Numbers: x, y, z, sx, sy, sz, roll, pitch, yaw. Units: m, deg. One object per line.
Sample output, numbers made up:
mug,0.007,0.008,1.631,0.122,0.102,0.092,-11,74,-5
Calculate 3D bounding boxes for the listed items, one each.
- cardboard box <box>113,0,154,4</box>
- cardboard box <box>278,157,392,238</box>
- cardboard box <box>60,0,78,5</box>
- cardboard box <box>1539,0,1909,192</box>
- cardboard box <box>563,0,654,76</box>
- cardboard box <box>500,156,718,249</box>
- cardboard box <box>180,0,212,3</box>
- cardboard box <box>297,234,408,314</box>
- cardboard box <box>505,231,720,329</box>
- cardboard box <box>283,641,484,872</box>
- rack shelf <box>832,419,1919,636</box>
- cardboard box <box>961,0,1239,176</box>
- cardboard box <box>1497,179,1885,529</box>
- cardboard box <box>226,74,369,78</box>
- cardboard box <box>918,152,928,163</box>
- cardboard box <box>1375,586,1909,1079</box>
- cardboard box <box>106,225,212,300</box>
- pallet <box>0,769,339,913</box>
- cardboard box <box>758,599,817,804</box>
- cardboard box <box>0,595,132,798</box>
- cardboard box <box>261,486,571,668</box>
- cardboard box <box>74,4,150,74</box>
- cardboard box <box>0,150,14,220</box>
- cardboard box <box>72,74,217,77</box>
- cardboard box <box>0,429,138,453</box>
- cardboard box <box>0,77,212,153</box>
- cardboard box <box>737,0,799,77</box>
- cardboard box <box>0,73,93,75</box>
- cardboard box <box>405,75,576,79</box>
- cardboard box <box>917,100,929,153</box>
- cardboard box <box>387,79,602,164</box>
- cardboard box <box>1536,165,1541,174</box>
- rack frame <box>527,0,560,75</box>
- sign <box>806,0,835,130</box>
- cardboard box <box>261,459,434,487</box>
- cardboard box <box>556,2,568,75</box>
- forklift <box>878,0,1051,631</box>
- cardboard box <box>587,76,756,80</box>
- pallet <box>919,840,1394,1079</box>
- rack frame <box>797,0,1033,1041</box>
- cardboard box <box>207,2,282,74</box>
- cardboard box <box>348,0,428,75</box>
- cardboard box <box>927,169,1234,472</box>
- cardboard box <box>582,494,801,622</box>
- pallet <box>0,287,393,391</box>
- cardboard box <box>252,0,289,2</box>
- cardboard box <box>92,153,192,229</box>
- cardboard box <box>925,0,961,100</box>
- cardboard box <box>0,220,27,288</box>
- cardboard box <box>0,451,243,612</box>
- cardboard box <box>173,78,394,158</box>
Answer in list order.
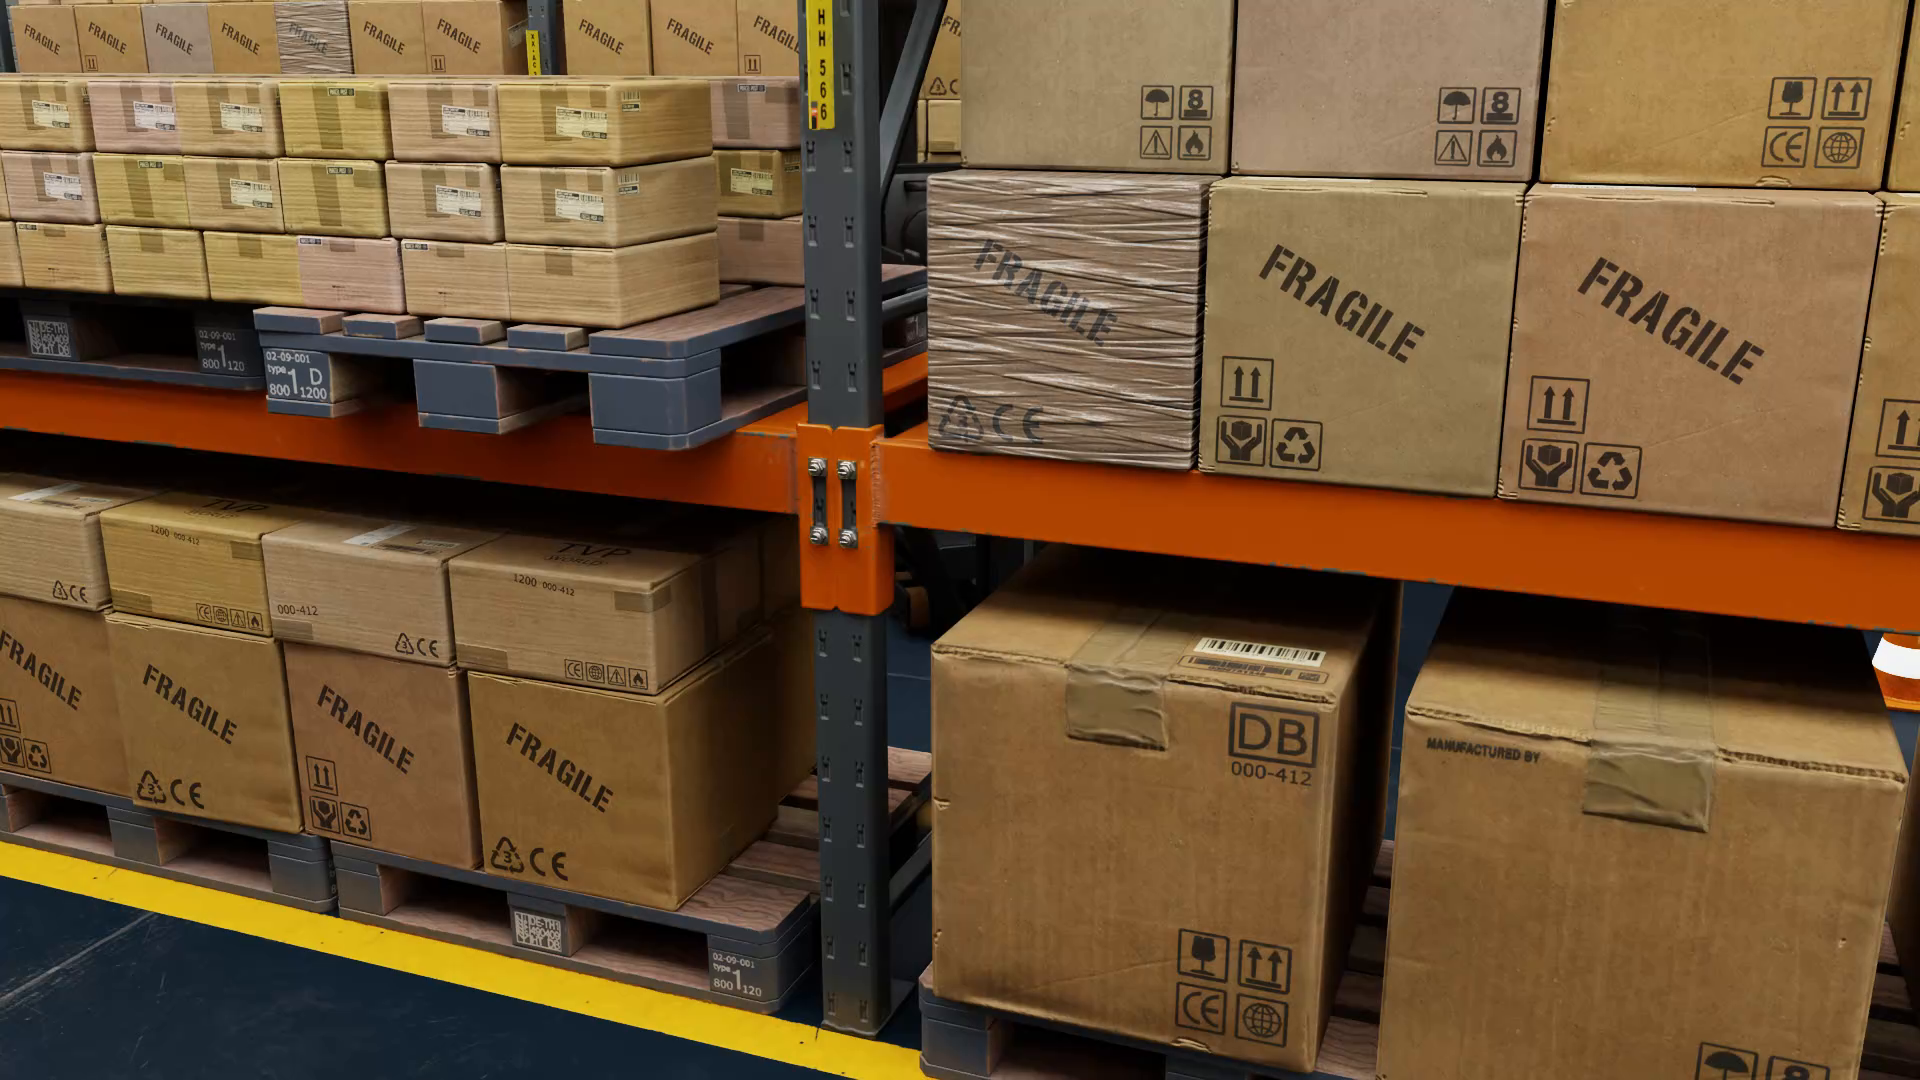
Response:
cardboard box,-4.825,-3.273,9.930,0.250,0.149,0.380,6,17,19
cardboard box,-1.176,-0.725,3.454,0.250,0.149,0.380,7,17,22
cardboard box,-5.276,-3.351,10.200,0.250,0.149,0.380,7,17,22
cardboard box,1.308,-0.892,2.892,0.500,0.500,0.700,6,17,20
cardboard box,-1.750,-2.627,8.871,0.500,0.500,0.500,6,17,21
cardboard box,-0.681,-0.672,3.271,0.250,0.149,0.380,7,17,22
cardboard box,-4.345,-3.223,9.759,0.250,0.149,0.380,6,17,21
cardboard box,-1.152,-0.580,3.488,0.250,0.149,0.380,7,17,22
cardboard box,-0.682,-0.528,3.308,0.250,0.149,0.380,7,17,22
cardboard box,-1.245,0.430,4.043,0.500,0.500,0.500,7,18,23
rack shelf,1.806,0.035,2.964,4.000,0.370,1.077,6,17,21
cardboard box,0.359,-0.995,3.248,0.500,0.500,0.700,6,17,20
cardboard box,1.207,-0.344,2.800,0.500,0.500,0.500,6,17,21
cardboard box,-1.637,-1.114,4.260,0.250,0.149,0.380,7,18,22
cardboard box,-0.327,-1.871,8.506,0.500,0.250,0.500,6,17,20
cardboard box,1.293,0.538,3.224,0.750,0.750,1.050,7,17,21
cardboard box,-1.634,-0.633,3.672,0.250,0.149,0.380,5,17,18
pallet,-1.912,0.618,4.665,1.213,0.211,1.003,6,17,21
cardboard box,-0.619,0.345,4.336,0.500,0.500,0.500,6,17,18
cardboard box,-2.201,0.322,4.413,0.500,0.500,0.500,7,17,22
cardboard box,-1.261,0.073,3.929,0.500,0.250,0.500,7,17,21
cardboard box,-4.949,-2.982,10.093,0.500,0.500,0.500,6,17,19
cardboard box,-2.122,-0.829,3.814,0.250,0.149,0.380,6,17,20
cardboard box,-2.119,-1.167,4.445,0.250,0.149,0.380,5,17,18
cardboard box,-2.517,-0.219,4.934,0.500,0.250,0.500,7,18,23
cardboard box,-1.881,-0.946,3.683,0.250,0.149,0.380,7,18,23
cardboard box,-0.801,-2.530,8.537,0.500,0.500,0.500,6,17,19
cardboard box,-2.597,-1.220,4.625,0.250,0.149,0.380,6,17,20
cardboard box,-1.137,-1.060,4.075,0.250,0.149,0.380,6,17,18
cardboard box,-0.322,-2.113,8.443,0.500,0.250,0.500,6,17,19
cardboard box,-0.912,-0.840,3.316,0.250,0.149,0.380,6,17,20
cardboard box,0.926,-0.536,3.459,0.500,0.500,0.500,6,17,21
rack frame,-2.054,-2.219,9.436,0.127,3.000,1.000,6,17,21
sign,-0.245,-0.892,2.930,0.005,0.325,0.100,6,17,21
cardboard box,-1.535,-0.116,4.578,0.500,0.250,0.500,6,17,21
cardboard box,-2.408,-2.858,9.667,0.500,0.500,0.500,6,17,21
forklift,0.224,-1.202,6.055,1.130,2.935,3.031,-5,17,-17
cardboard box,-0.665,-1.006,3.890,0.250,0.149,0.380,6,17,19
pallet,0.651,0.924,3.612,1.213,0.211,1.003,6,17,21
rack frame,-0.055,-0.515,3.569,0.127,3.000,1.000,6,17,21
cardboard box,-4.003,-2.881,9.743,0.500,0.500,0.500,6,17,21
cardboard box,-3.063,-2.778,9.388,0.500,0.500,0.500,6,17,20
cardboard box,0.264,-0.447,3.155,0.500,0.500,0.500,6,17,21
cardboard box,-0.607,-0.010,4.213,0.500,0.250,0.500,5,17,18
pallet,-1.911,-0.615,4.256,1.213,0.211,1.003,6,17,21
cardboard box,-3.857,-3.176,9.596,0.250,0.149,0.380,6,17,21
cardboard box,-1.639,-0.777,3.632,0.250,0.149,0.380,6,17,20
cardboard box,0.151,-2.426,8.176,0.500,0.500,0.500,6,17,21
cardboard box,-2.128,-0.687,3.858,0.250,0.149,0.380,5,17,18
cardboard box,-2.216,-0.035,4.298,0.500,0.250,0.500,7,18,23
cardboard box,-1.405,-0.893,3.499,0.250,0.149,0.380,7,18,22
